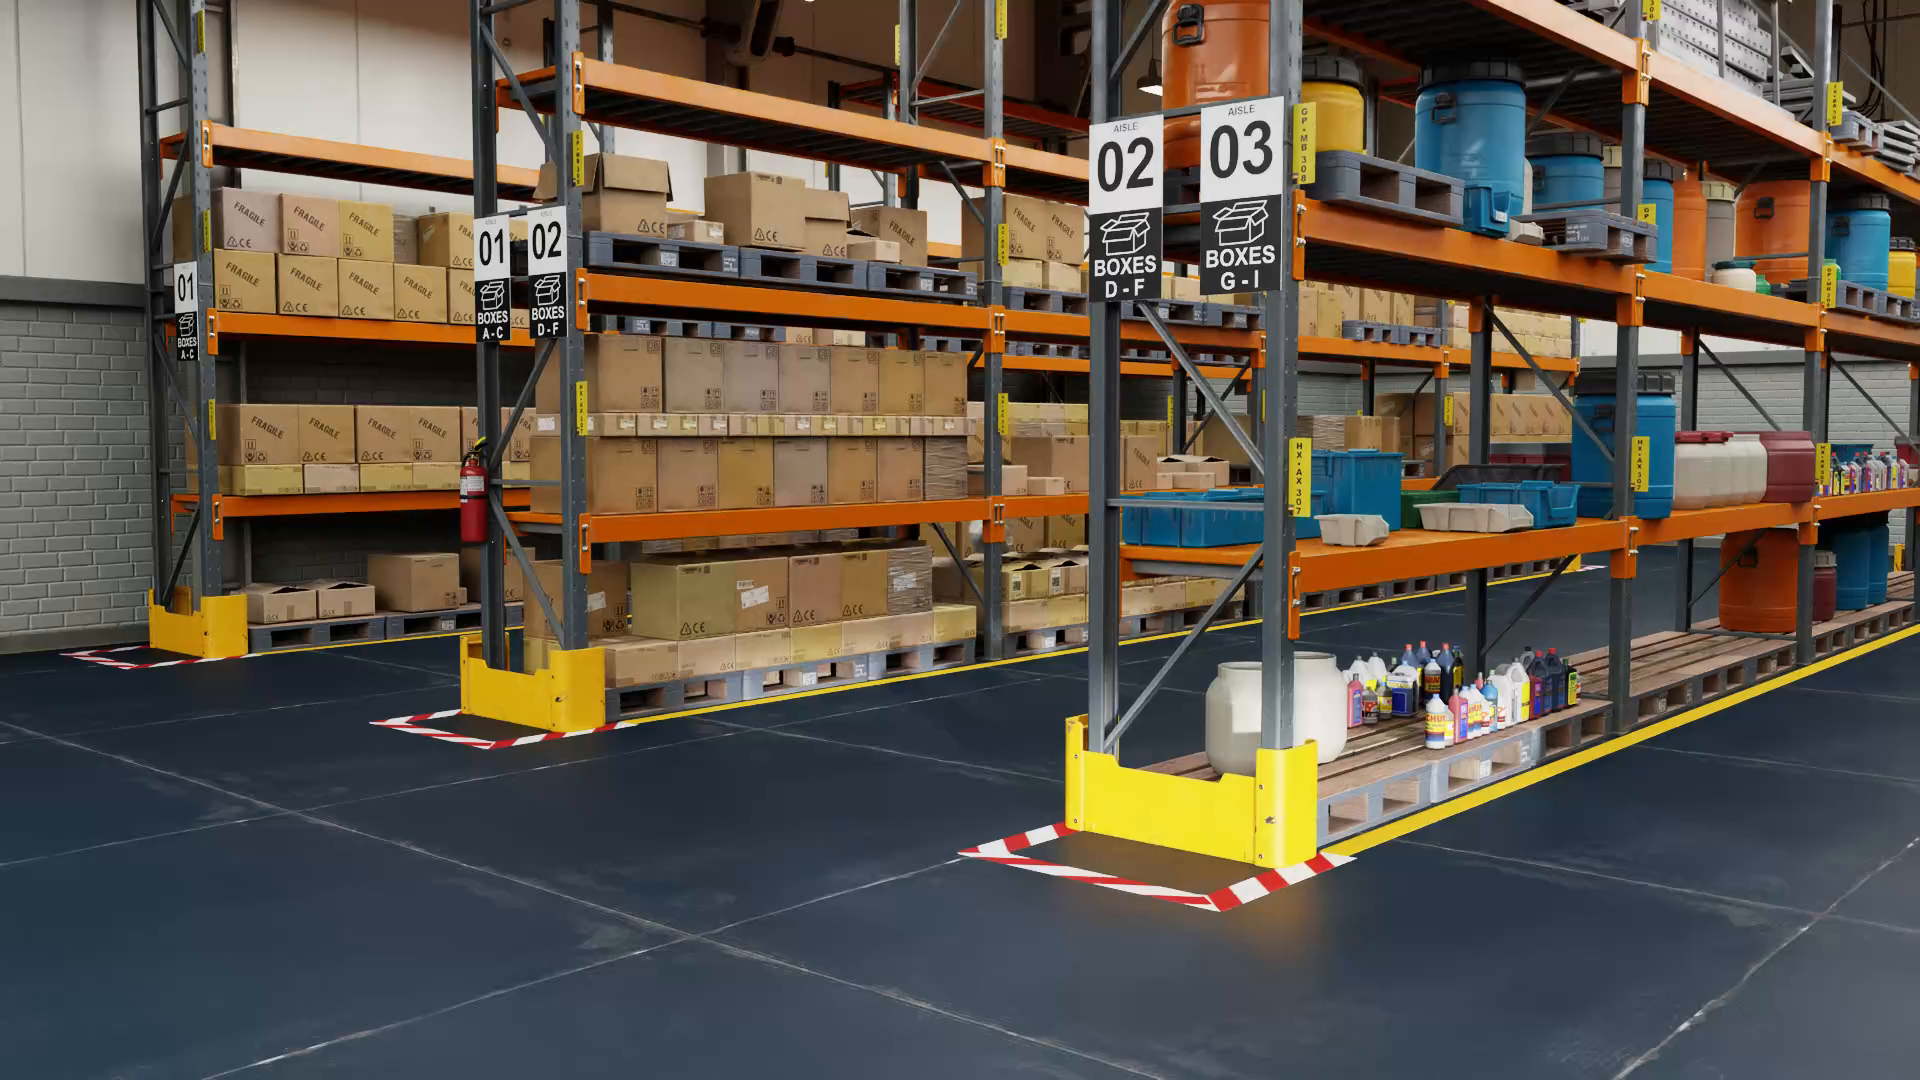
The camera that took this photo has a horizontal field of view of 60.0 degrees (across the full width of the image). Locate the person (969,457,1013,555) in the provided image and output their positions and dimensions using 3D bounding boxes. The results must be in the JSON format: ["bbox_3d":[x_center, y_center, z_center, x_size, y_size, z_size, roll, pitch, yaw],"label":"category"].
[{"bbox_3d":[0.309,-0.025,16.377,0.504,1.614,0.465,3,5,42],"label":"person"}]
